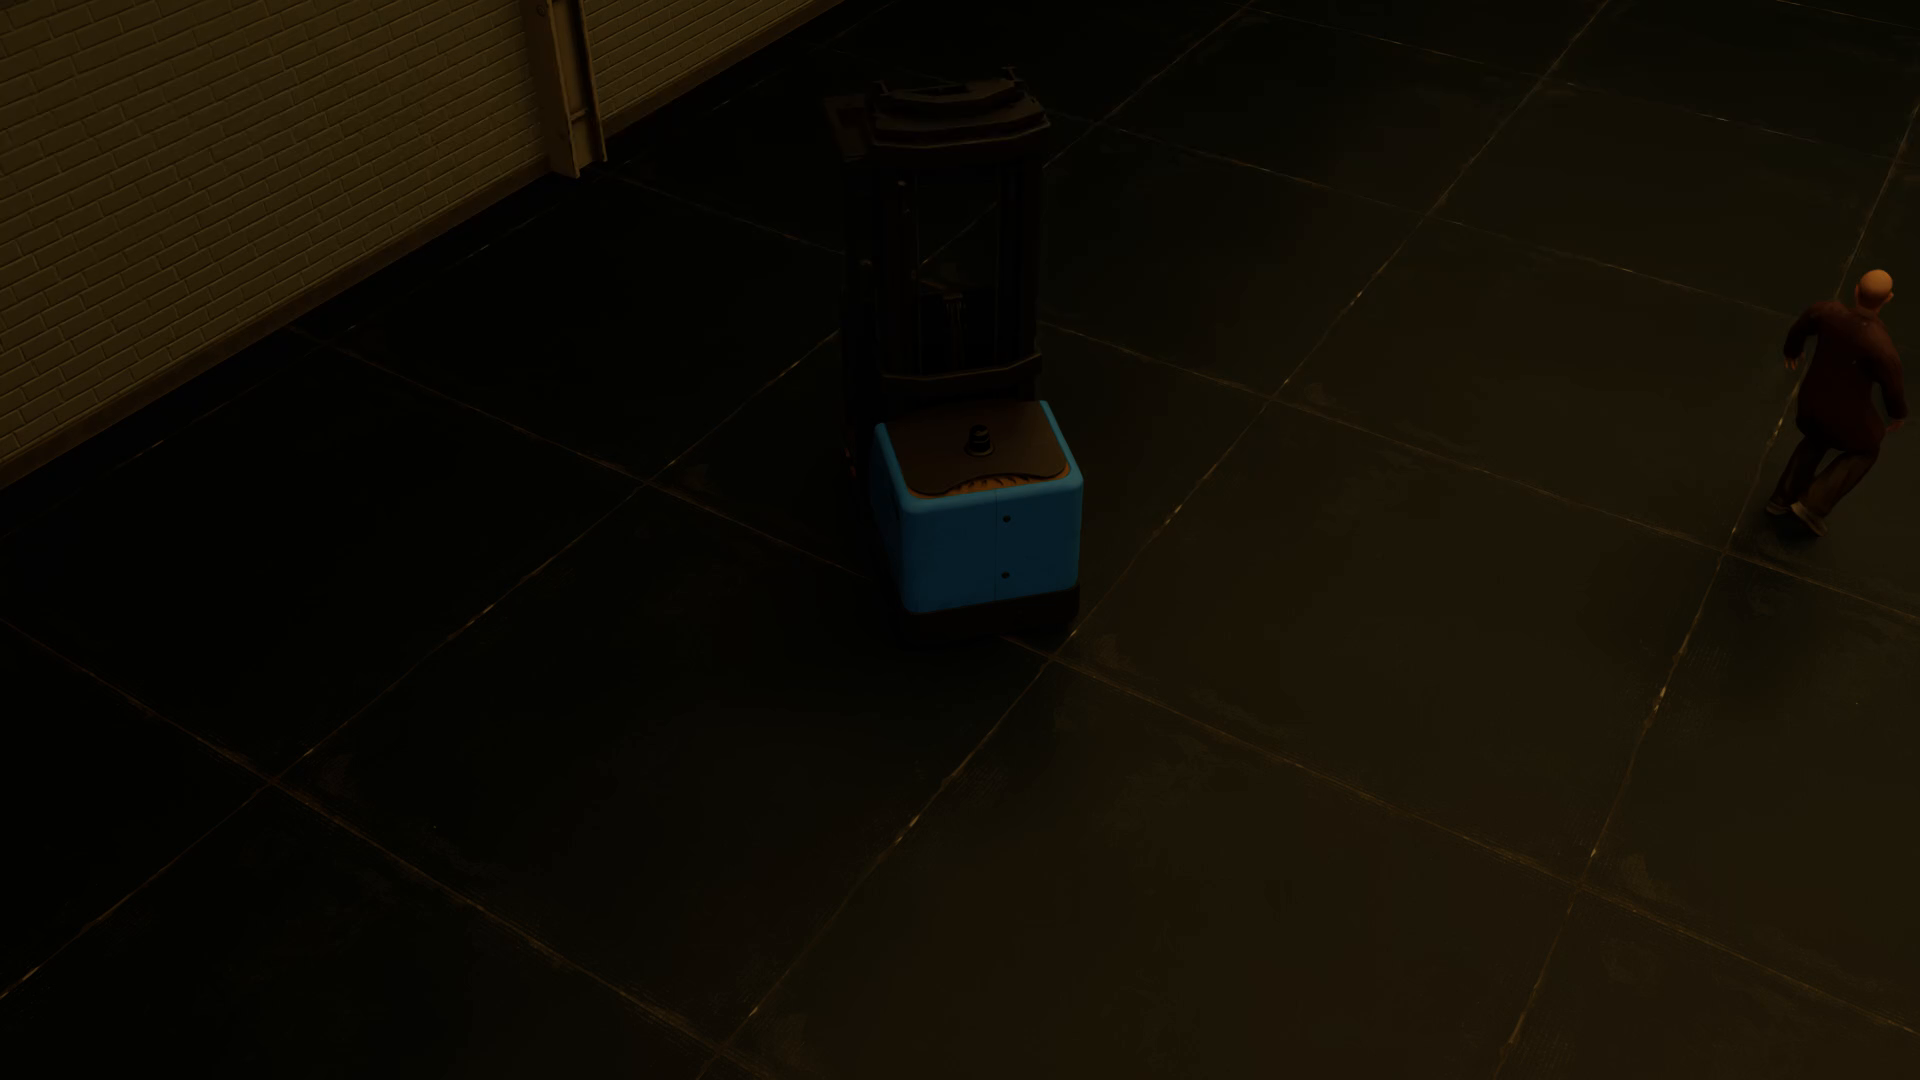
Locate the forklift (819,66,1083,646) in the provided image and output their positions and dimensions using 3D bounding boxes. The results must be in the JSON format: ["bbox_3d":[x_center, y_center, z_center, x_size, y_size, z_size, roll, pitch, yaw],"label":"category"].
[{"bbox_3d":[-0.158,-1.481,9.714,1.130,2.935,3.031,-9,41,-10],"label":"forklift"}]

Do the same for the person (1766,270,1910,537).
[{"bbox_3d":[5.201,-0.848,9.902,0.498,1.767,0.850,-13,42,-14],"label":"person"}]
